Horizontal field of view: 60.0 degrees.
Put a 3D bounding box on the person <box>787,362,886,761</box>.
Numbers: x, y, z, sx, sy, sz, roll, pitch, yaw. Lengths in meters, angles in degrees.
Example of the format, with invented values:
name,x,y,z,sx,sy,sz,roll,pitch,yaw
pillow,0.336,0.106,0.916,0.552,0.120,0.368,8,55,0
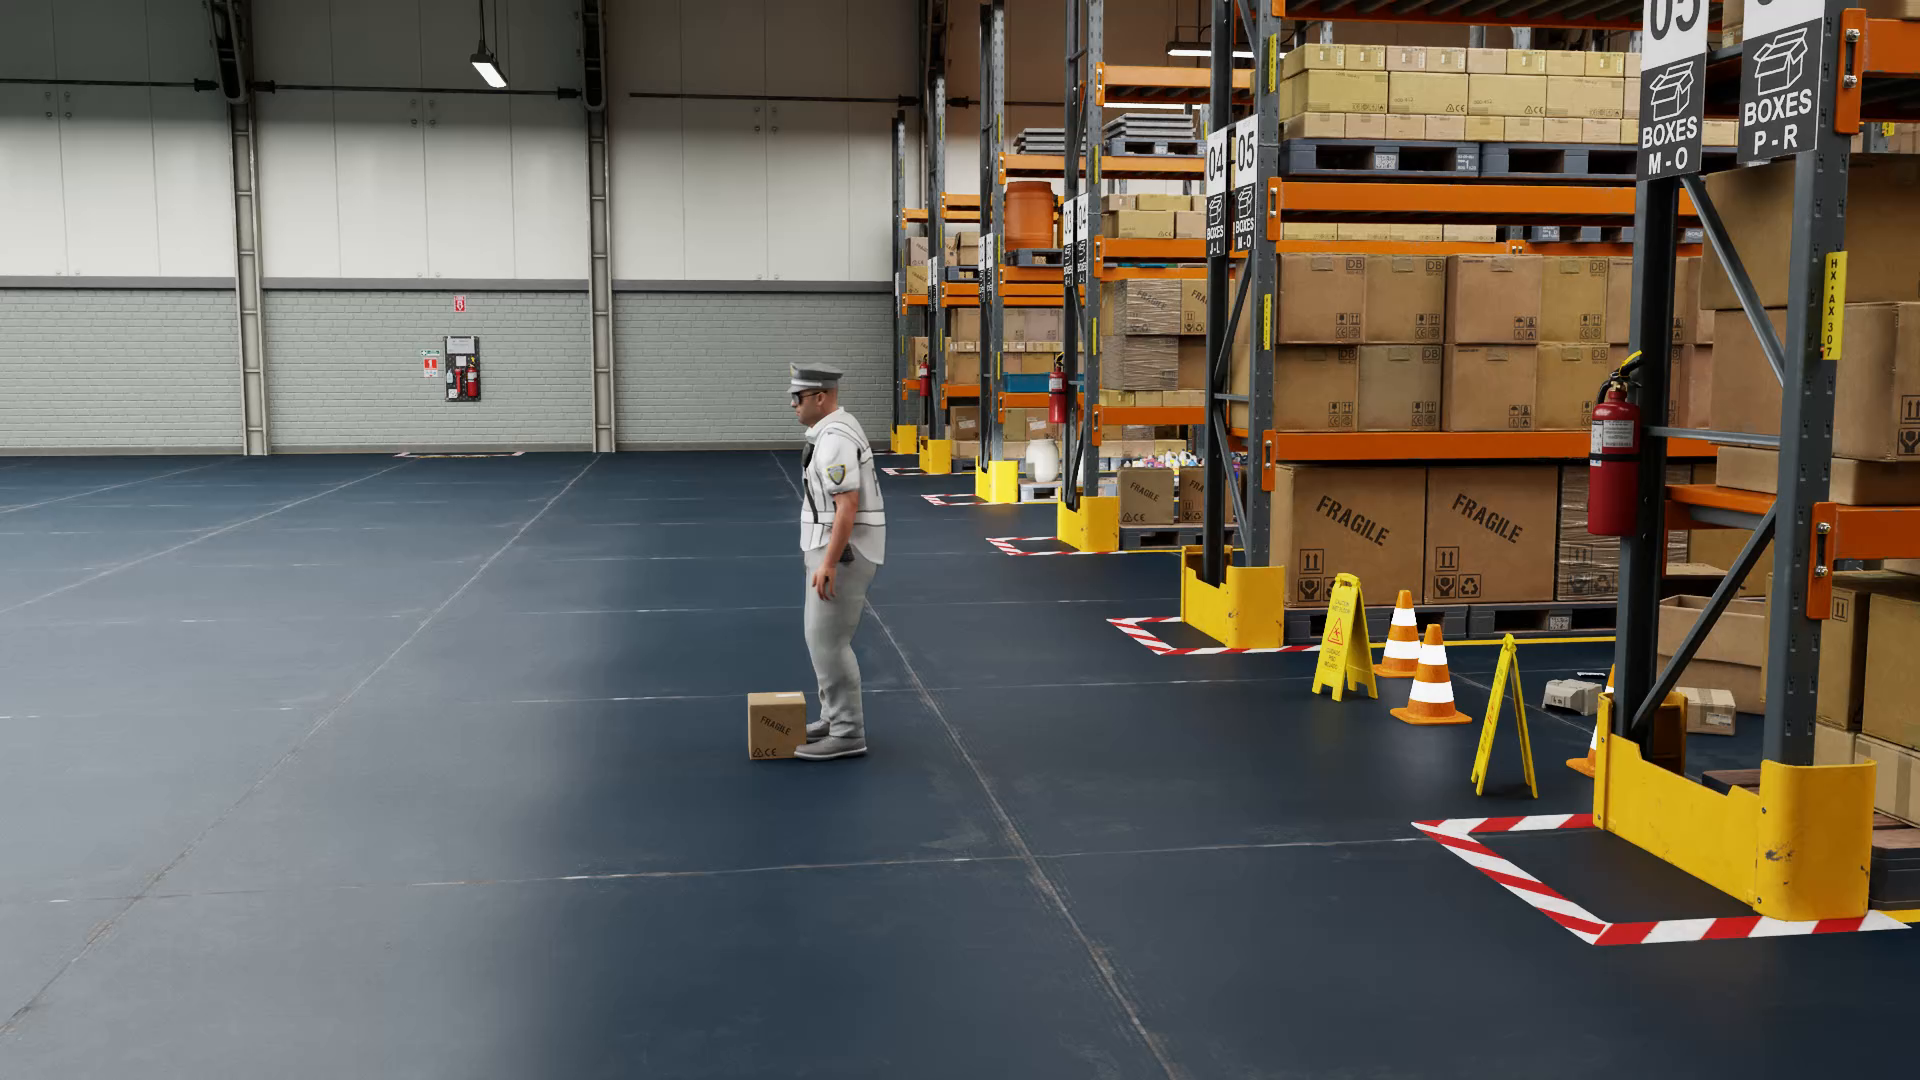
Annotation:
name,x,y,z,sx,sy,sz,roll,pitch,yaw
person,-0.557,0.082,7.448,0.434,1.749,0.585,-1,7,-8
